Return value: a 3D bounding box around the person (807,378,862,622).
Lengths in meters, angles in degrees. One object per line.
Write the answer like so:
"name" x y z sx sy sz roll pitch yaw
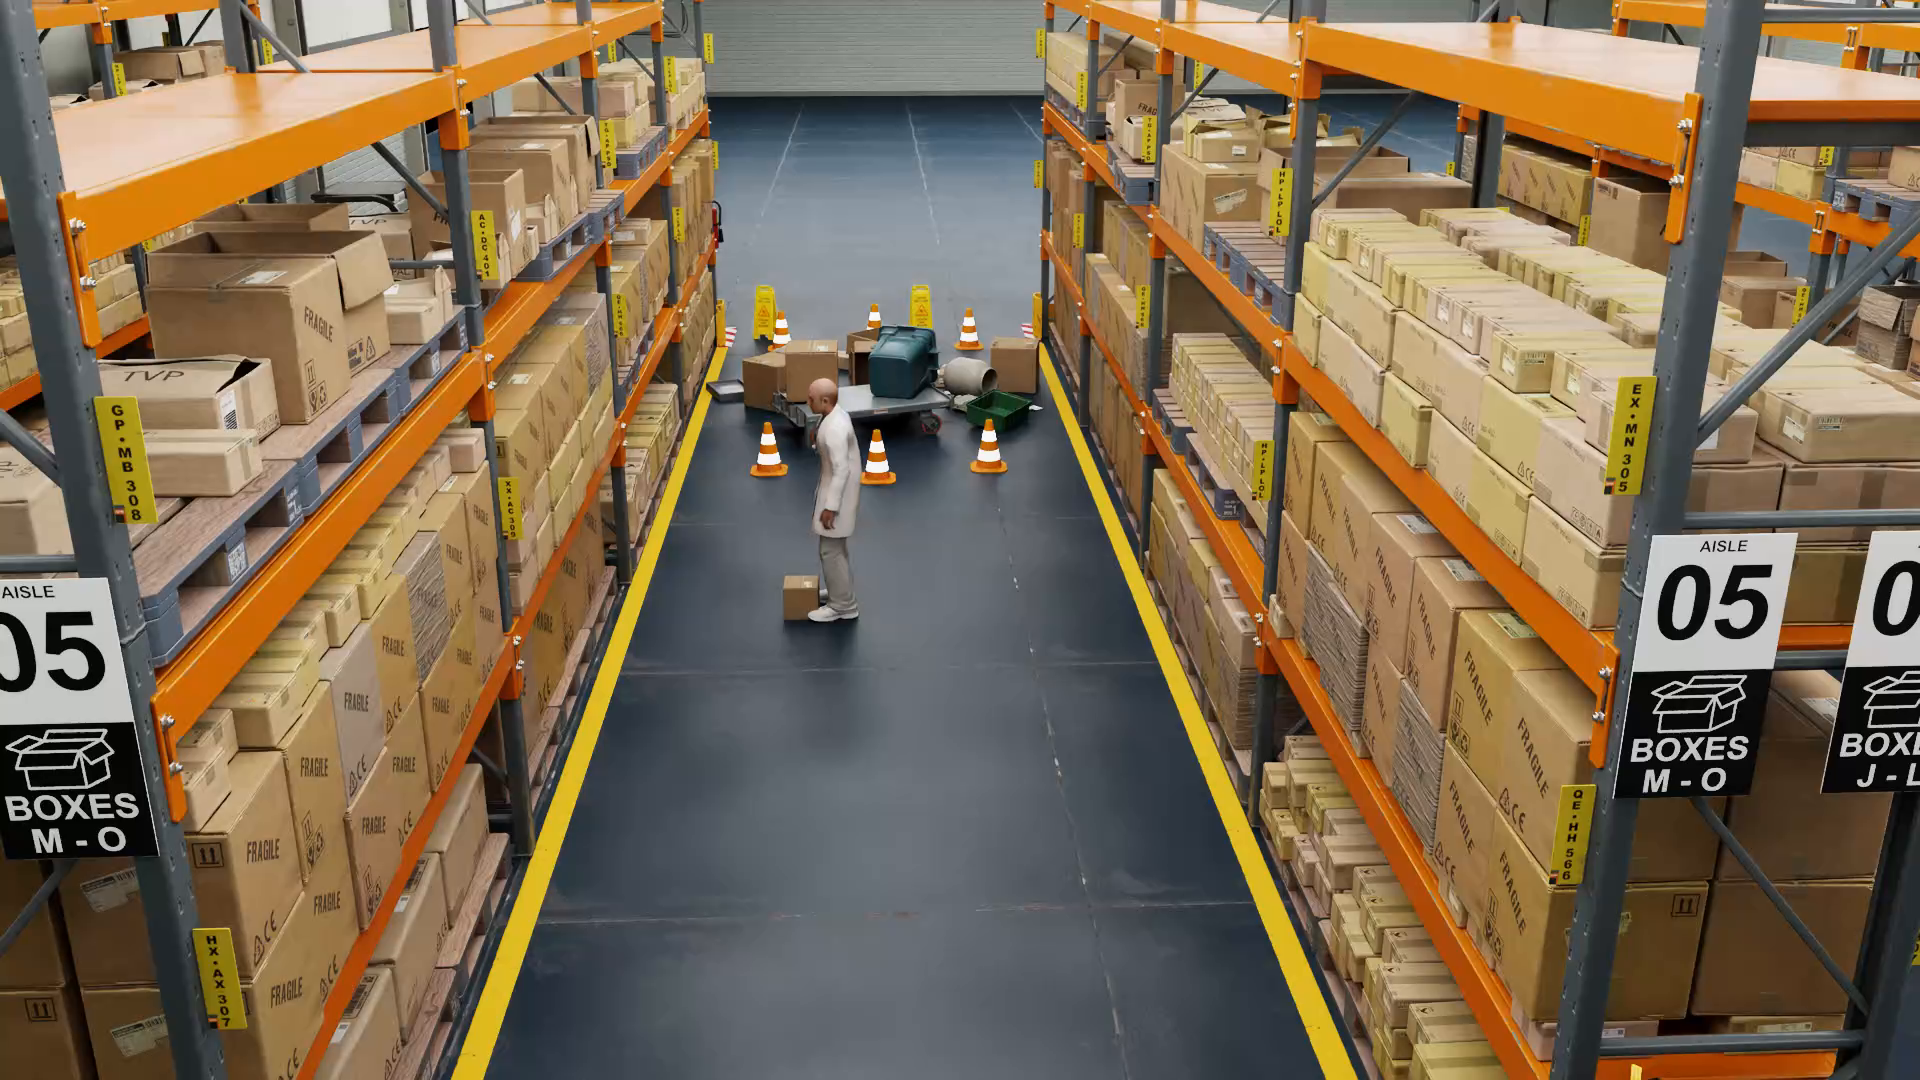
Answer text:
"person" -0.910 -0.297 11.909 0.418 1.775 0.656 -2 20 -5
